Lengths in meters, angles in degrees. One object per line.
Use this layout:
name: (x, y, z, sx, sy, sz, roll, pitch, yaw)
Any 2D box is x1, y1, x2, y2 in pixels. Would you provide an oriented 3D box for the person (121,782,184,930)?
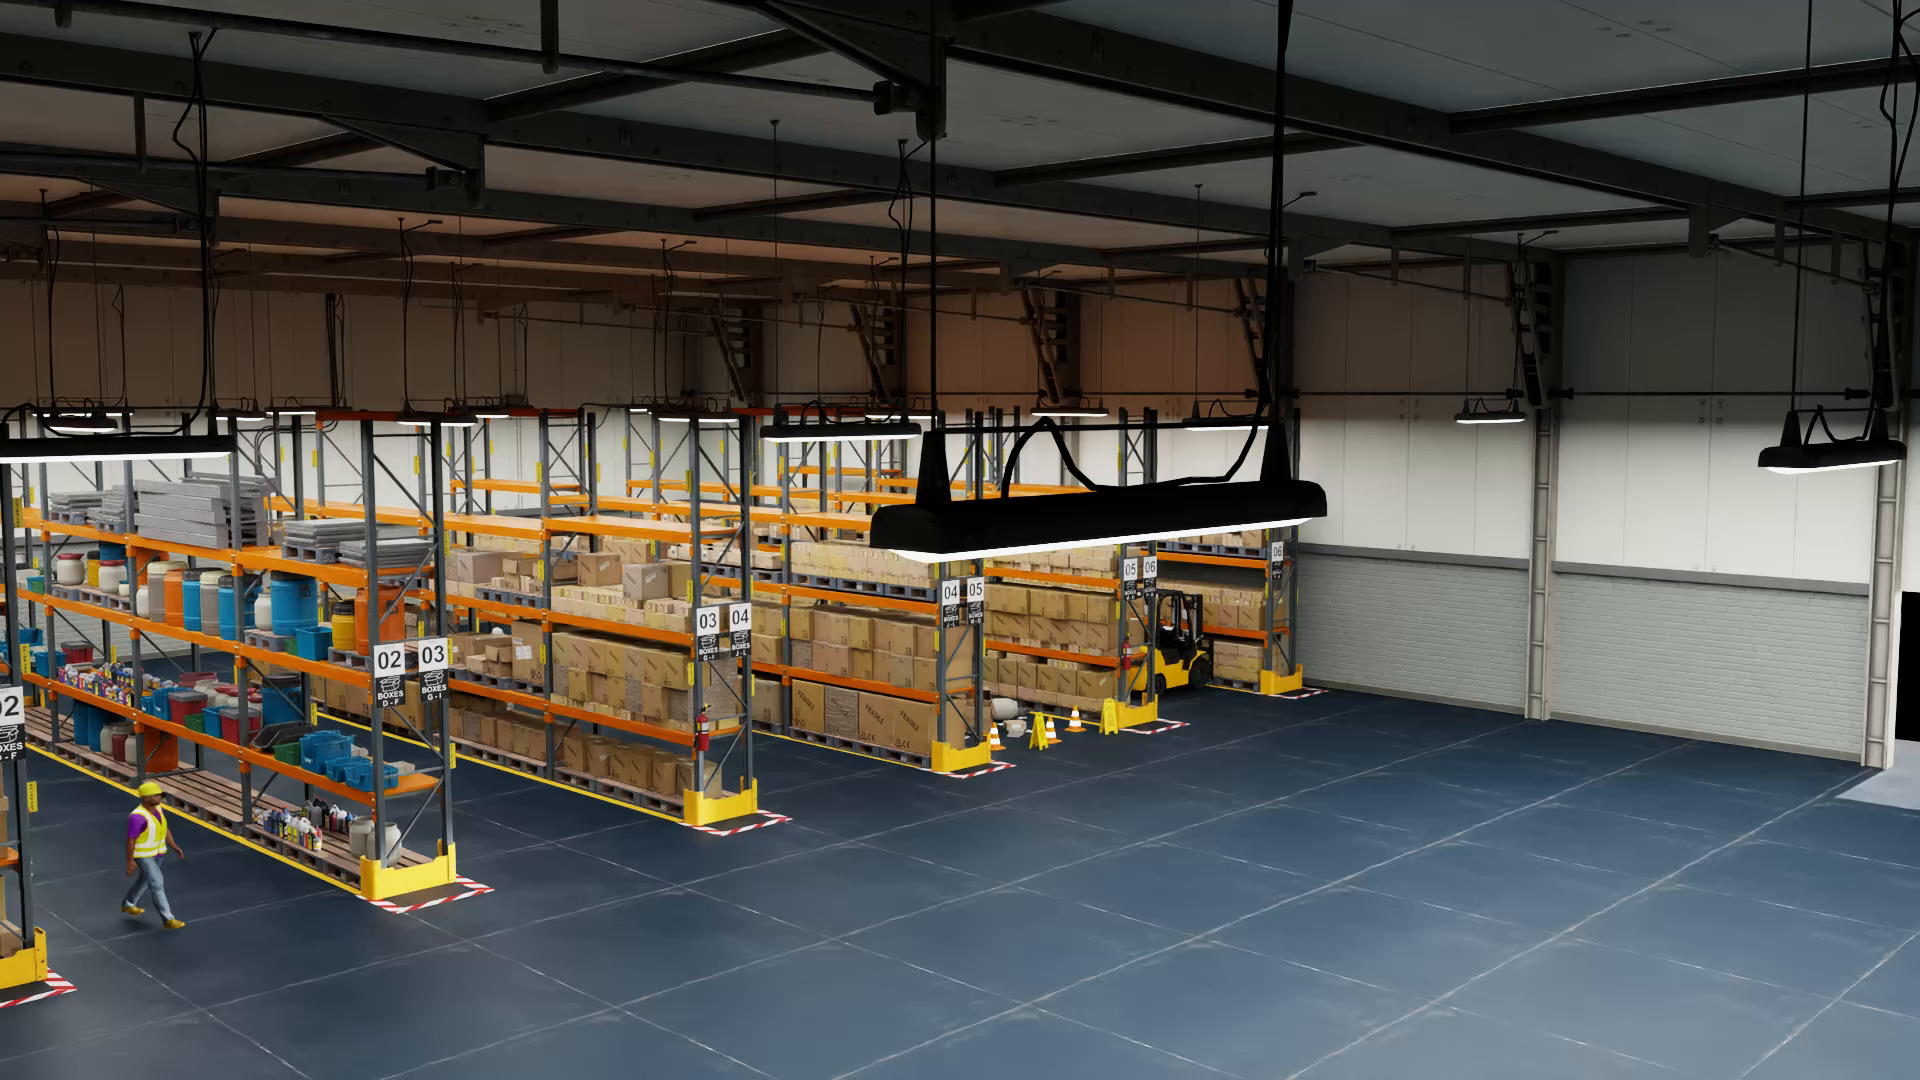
person: (-9.593, 3.715, 19.725, 1.122, 1.707, 0.660, 2, 5, 19)

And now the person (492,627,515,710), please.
person: (-8.930, 2.590, 32.286, 0.603, 1.786, 0.518, -2, 5, -21)
